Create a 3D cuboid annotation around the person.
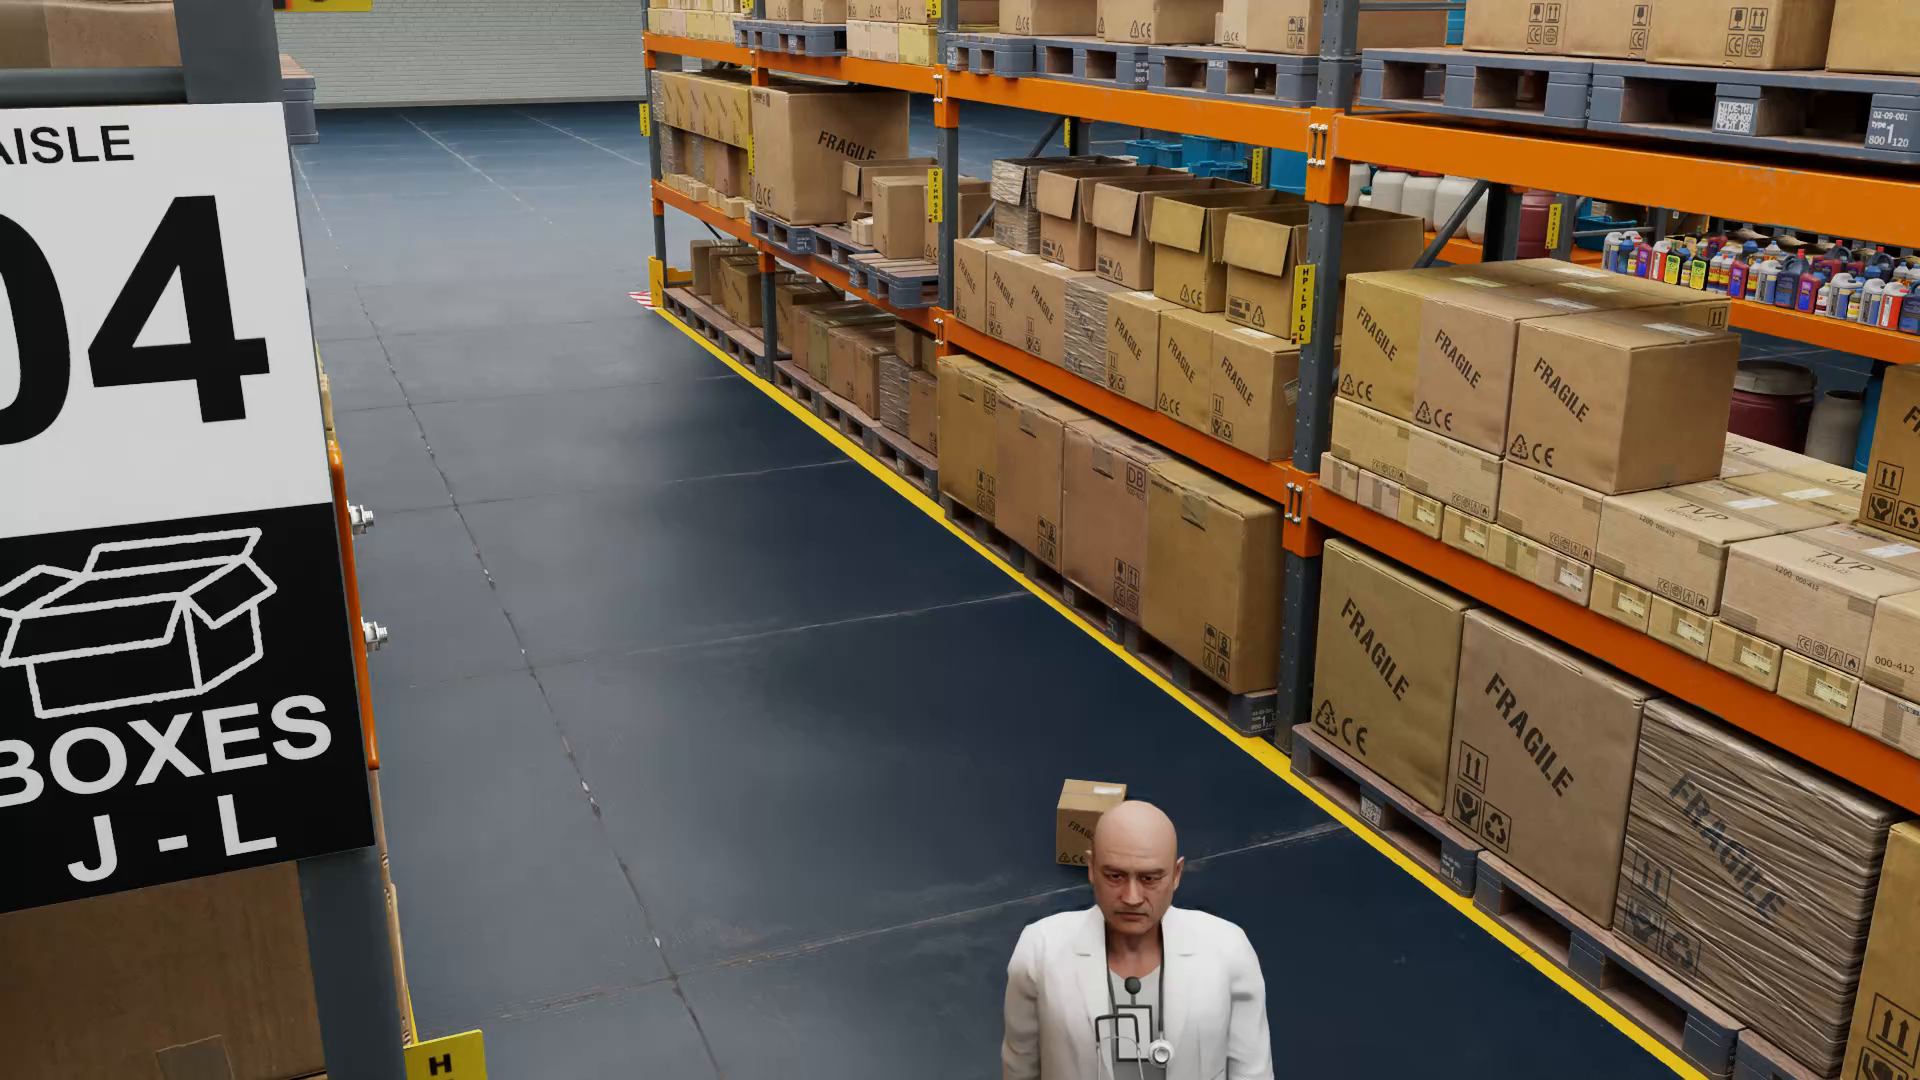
[{"bbox_3d":[0.369,1.364,3.520,0.559,1.745,1.012,0,19,-1],"label":"person"}]
